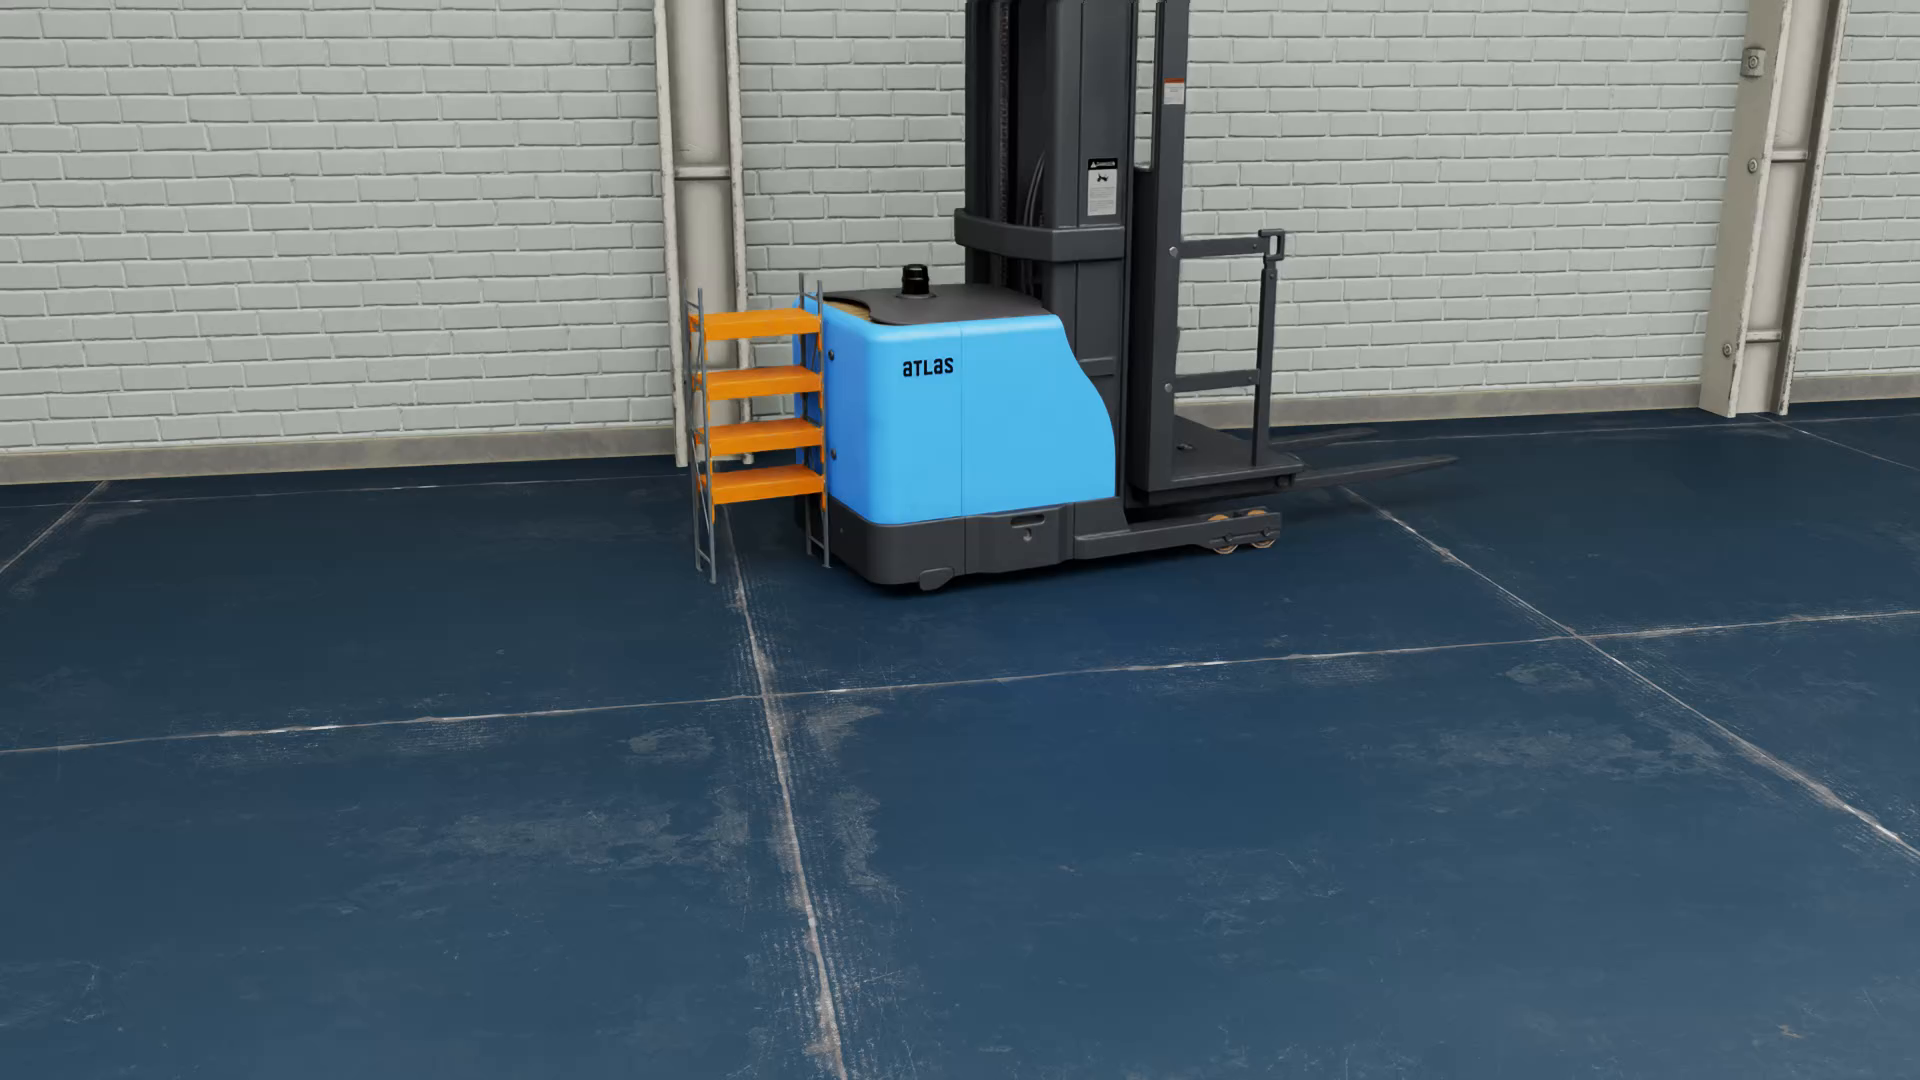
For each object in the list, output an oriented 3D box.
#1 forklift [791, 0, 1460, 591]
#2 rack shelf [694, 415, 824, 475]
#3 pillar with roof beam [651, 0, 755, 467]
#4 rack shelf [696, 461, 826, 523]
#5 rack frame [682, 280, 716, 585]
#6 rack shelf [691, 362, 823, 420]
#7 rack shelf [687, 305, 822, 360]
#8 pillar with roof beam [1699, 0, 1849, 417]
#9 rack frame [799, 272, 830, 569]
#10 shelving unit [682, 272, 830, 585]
[{"bbox_3d":[0.832,-1.473,7.114,3.031,2.935,1.130,-8,19,-24],"label":"forklift"},{"bbox_3d":[-0.822,-0.390,6.768,0.480,0.148,0.258,-8,19,-24],"label":"rack shelf"},{"bbox_3d":[-0.471,-3.491,3.350,0.400,9.000,9.100,-3,17,-10],"label":"pillar with roof beam"},{"bbox_3d":[-0.822,-0.200,6.826,0.480,0.148,0.258,-8,19,-24],"label":"rack shelf"},{"bbox_3d":[-1.043,-0.424,6.650,0.015,1.200,0.240,-8,19,-24],"label":"rack frame"},{"bbox_3d":[-0.822,-0.604,6.702,0.480,0.148,0.258,-8,19,-24],"label":"rack shelf"},{"bbox_3d":[-0.822,-0.830,6.633,0.480,0.148,0.258,-8,19,-24],"label":"rack shelf"},{"bbox_3d":[5.420,-3.825,4.438,0.400,9.000,9.100,-3,17,-10],"label":"pillar with roof beam"},{"bbox_3d":[-0.600,-0.485,6.846,0.015,1.200,0.240,-8,19,-24],"label":"rack frame"},{"bbox_3d":[-0.822,-0.455,6.748,0.503,1.200,0.258,-8,19,-24],"label":"shelving unit"}]
